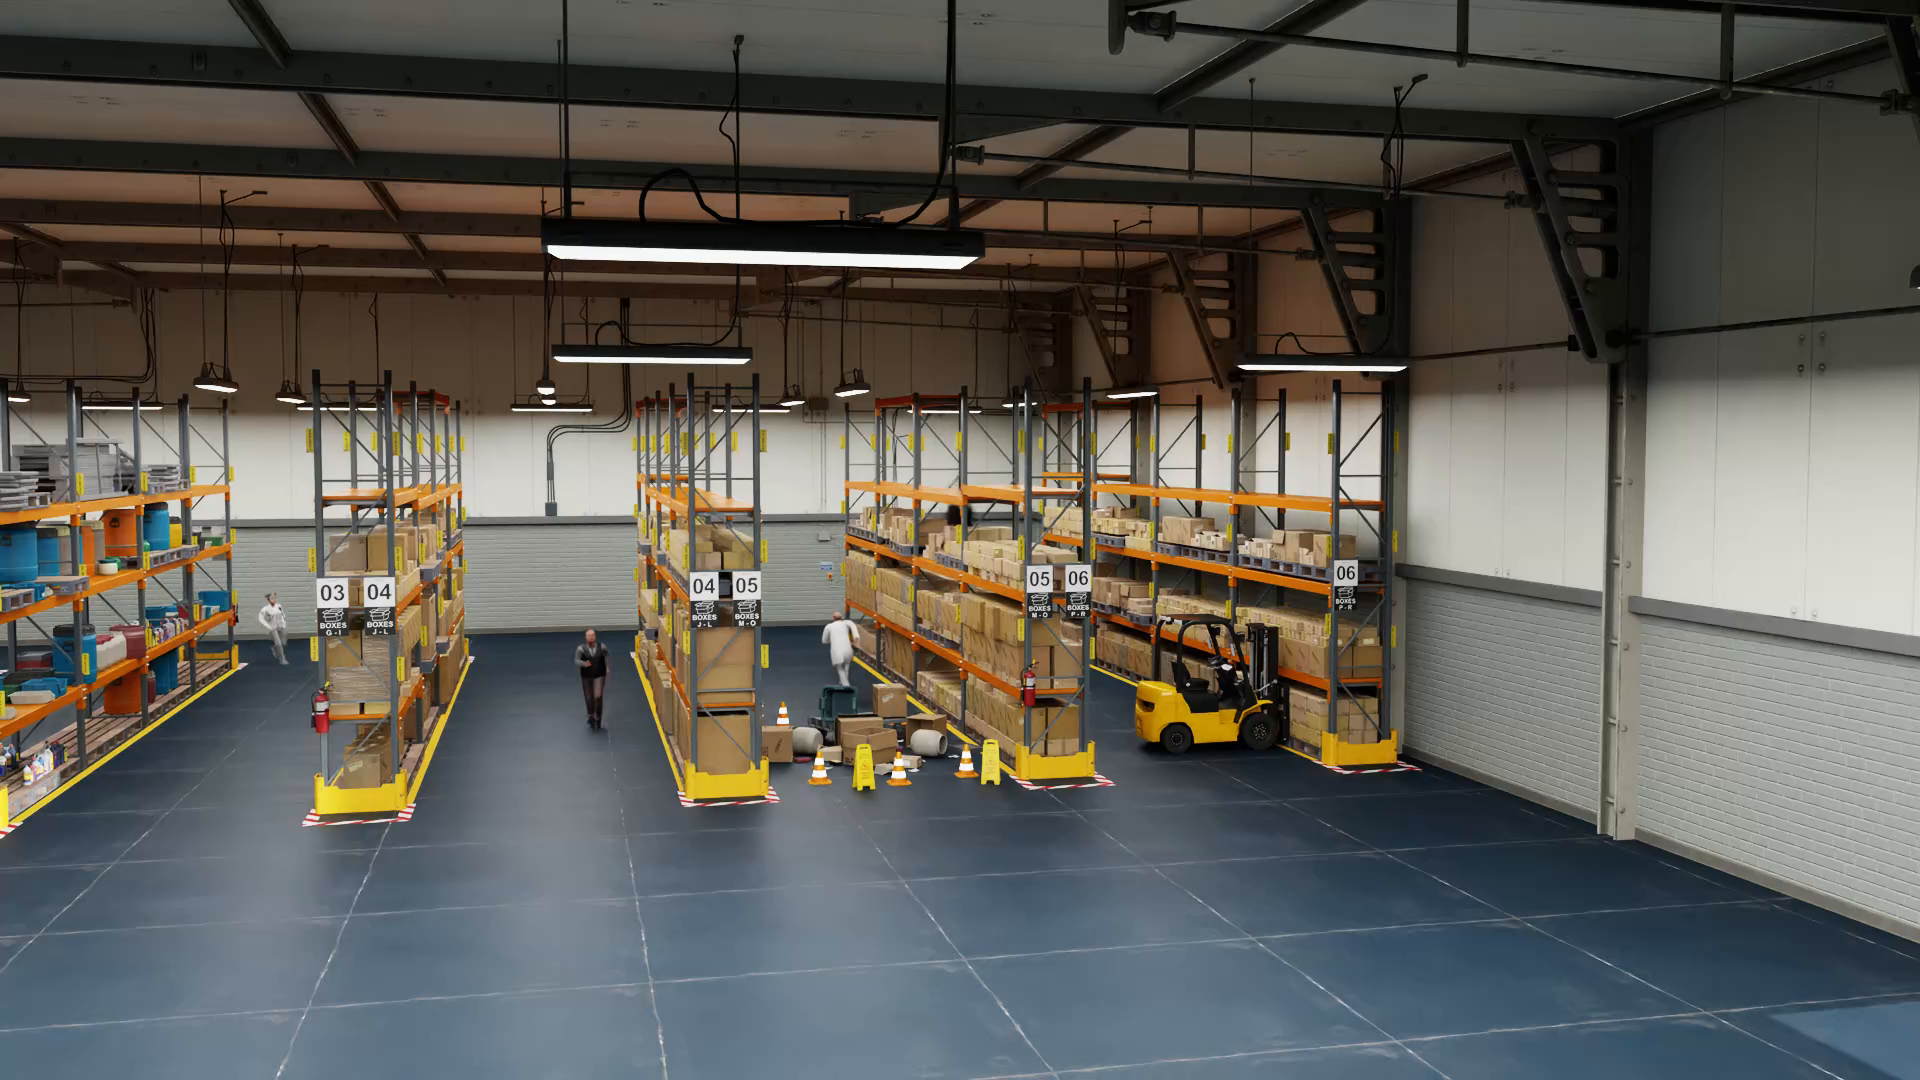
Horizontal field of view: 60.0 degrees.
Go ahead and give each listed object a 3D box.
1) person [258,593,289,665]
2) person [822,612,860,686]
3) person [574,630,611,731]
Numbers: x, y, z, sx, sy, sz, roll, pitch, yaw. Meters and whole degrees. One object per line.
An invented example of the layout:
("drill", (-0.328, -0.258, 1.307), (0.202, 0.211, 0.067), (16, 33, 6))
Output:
("person", (-15.518, 2.012, 37.713), (0.480, 1.649, 0.617), (3, 4, 41))
("person", (-2.394, 2.265, 33.399), (0.718, 1.574, 1.180), (-1, 3, -9))
("person", (-6.468, 2.551, 29.257), (0.595, 1.590, 0.833), (0, 3, -6))
